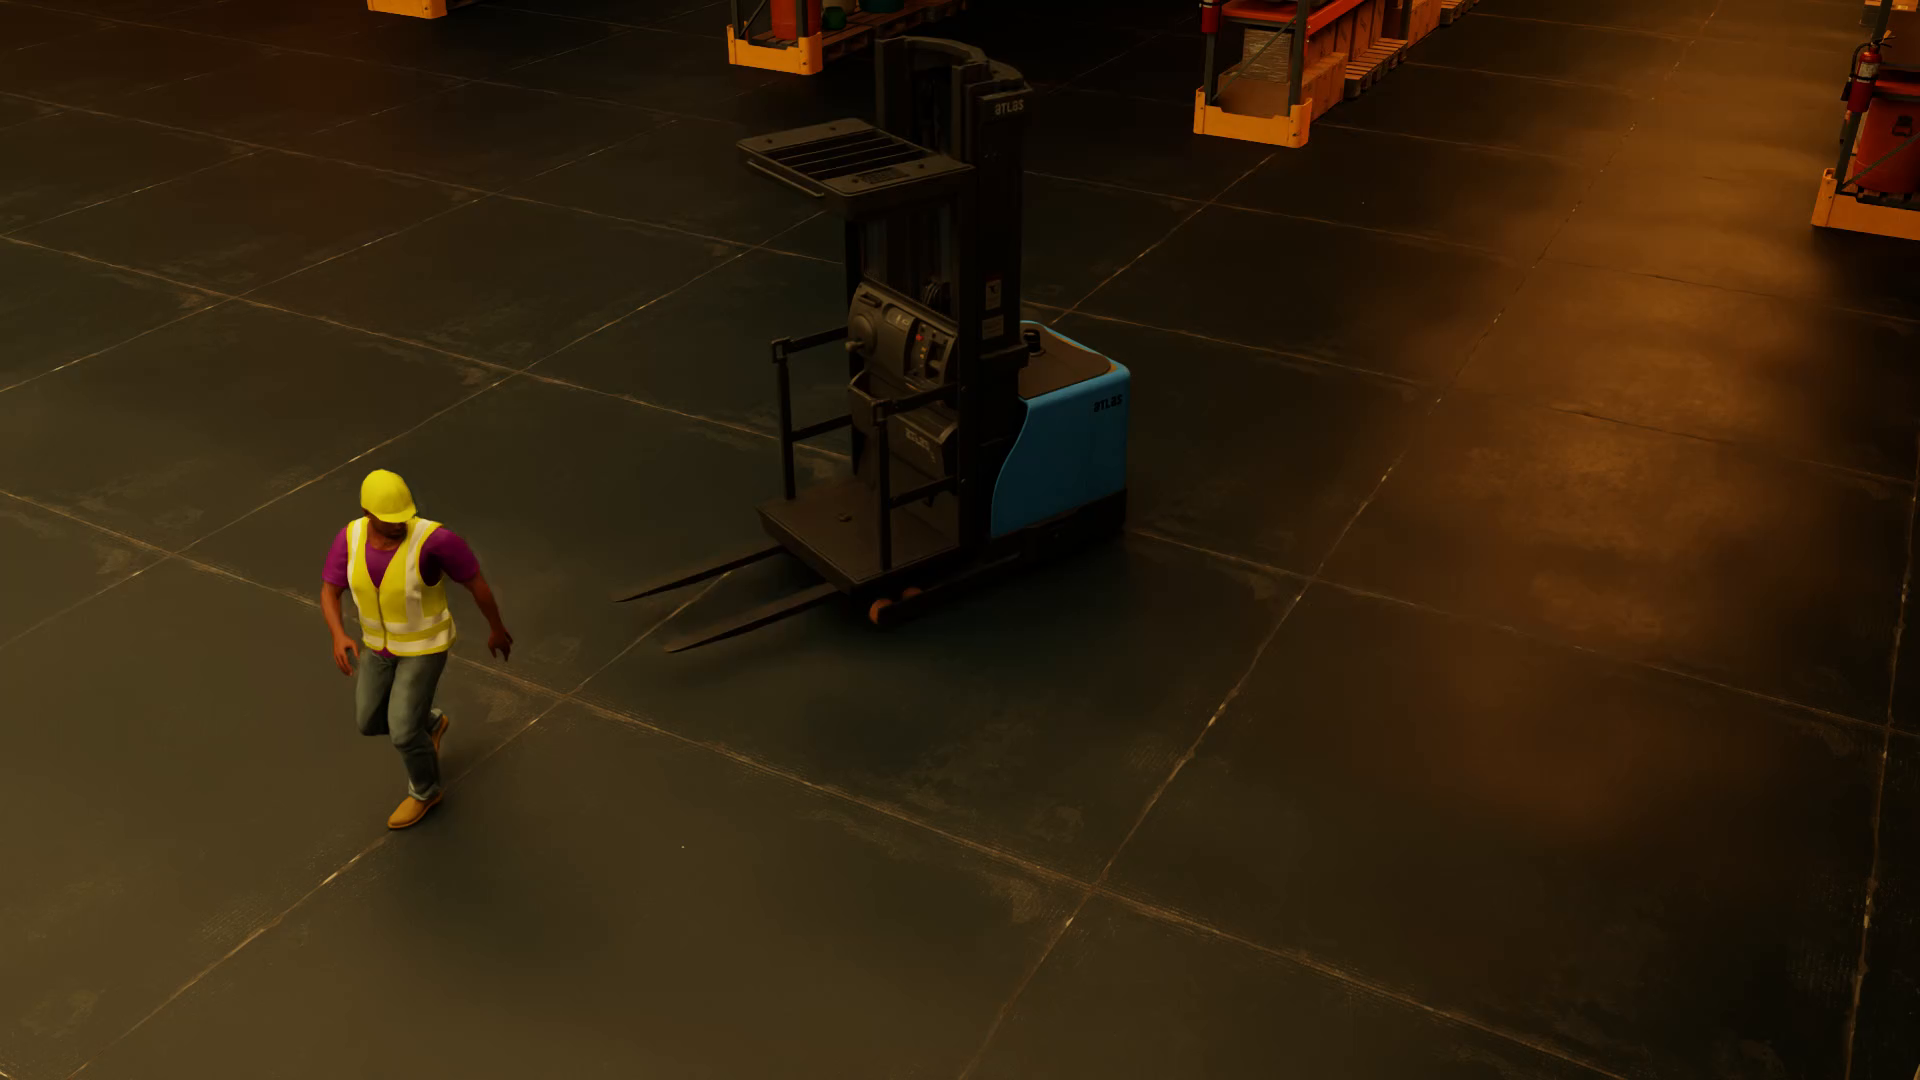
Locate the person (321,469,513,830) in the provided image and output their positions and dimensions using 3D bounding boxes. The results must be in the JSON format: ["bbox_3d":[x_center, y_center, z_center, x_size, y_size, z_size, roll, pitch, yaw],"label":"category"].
[{"bbox_3d":[-2.487,0.471,7.484,0.729,1.709,0.625,12,32,20],"label":"person"}]

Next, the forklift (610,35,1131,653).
[{"bbox_3d":[-0.487,-1.082,8.945,3.031,2.935,1.130,-20,36,-31],"label":"forklift"}]
